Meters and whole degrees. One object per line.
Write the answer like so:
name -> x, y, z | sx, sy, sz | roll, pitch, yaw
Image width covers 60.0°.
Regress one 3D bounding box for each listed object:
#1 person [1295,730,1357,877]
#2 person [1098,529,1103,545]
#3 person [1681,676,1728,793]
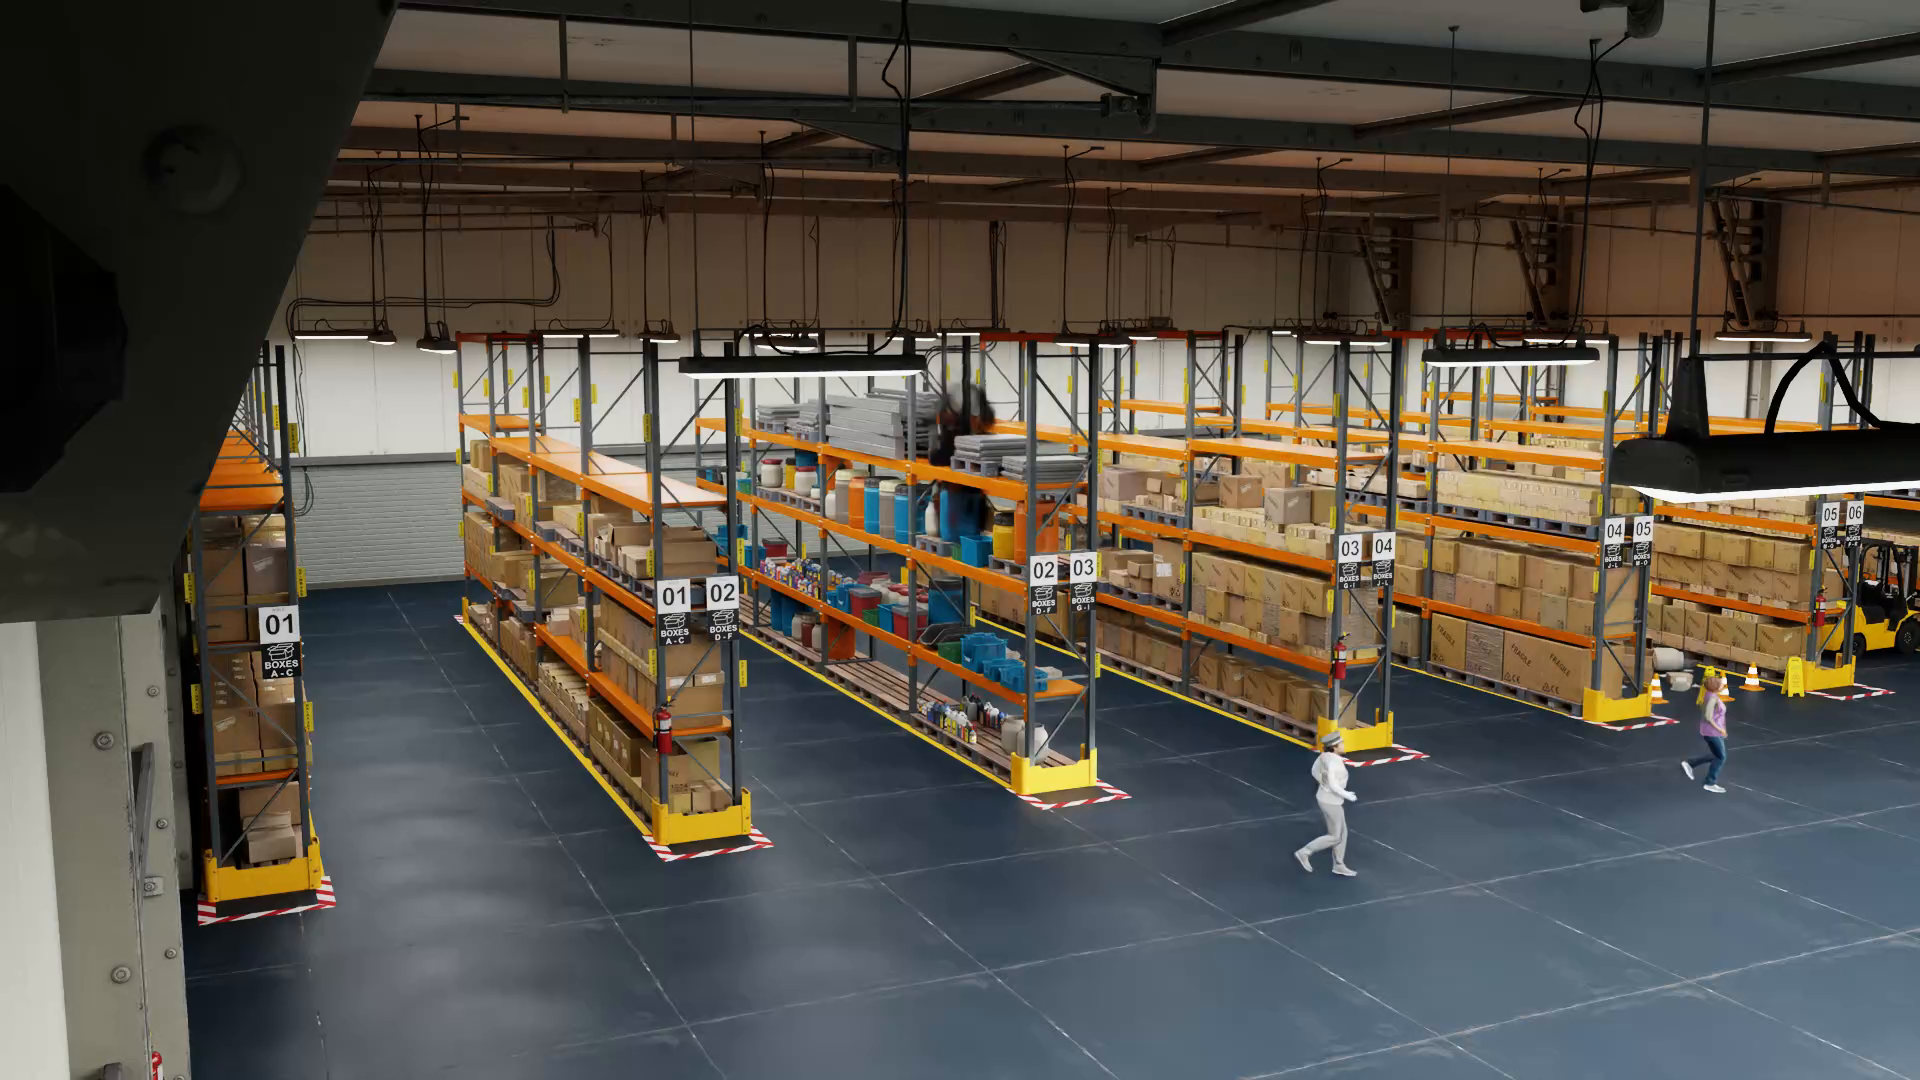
person -> 4.150, 2.983, 18.823 | 0.738, 1.697, 0.643 | 0, 8, -1
person -> 2.976, 0.327, 38.311 | 0.679, 1.777, 0.670 | -3, 8, -23
person -> 9.967, 2.586, 22.220 | 0.557, 1.573, 0.540 | 2, 8, 16
